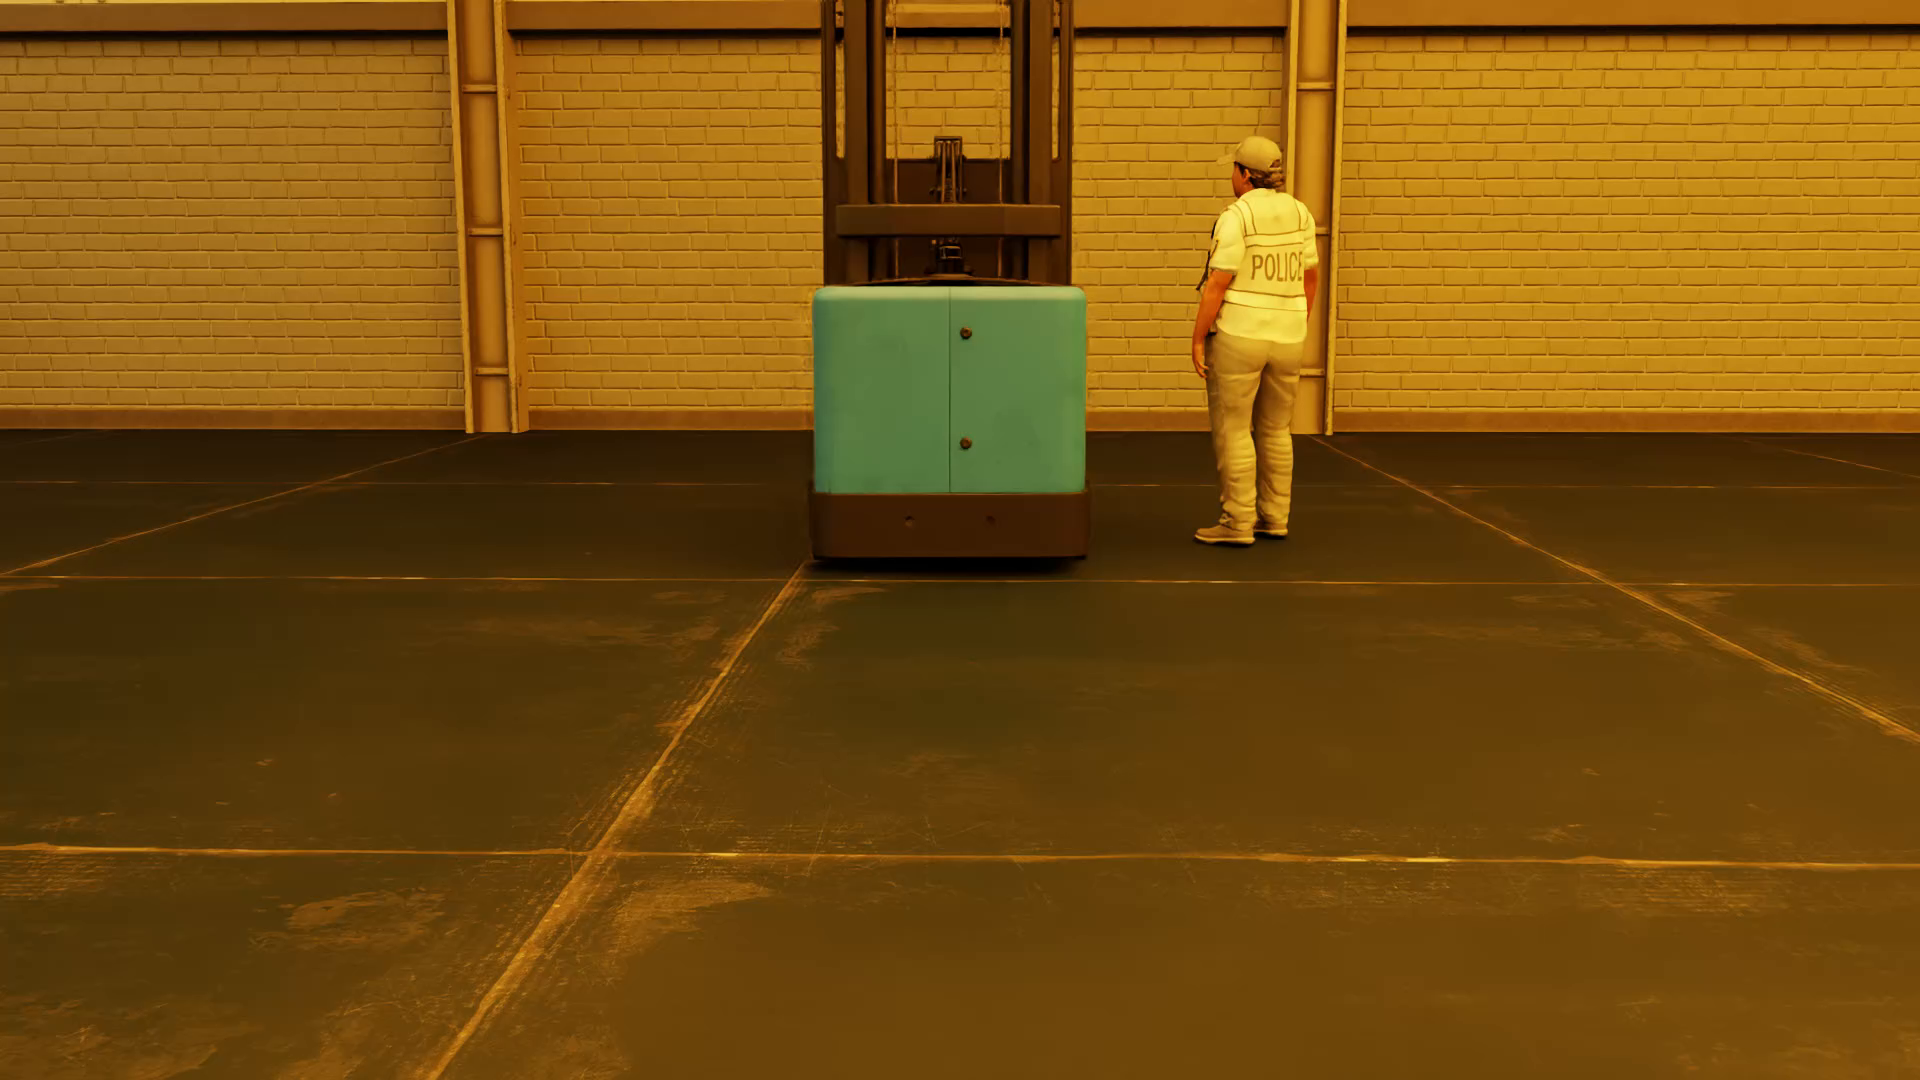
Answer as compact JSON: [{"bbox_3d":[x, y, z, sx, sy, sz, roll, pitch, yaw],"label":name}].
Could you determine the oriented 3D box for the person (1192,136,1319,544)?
[{"bbox_3d":[1.194,-0.818,6.944,0.607,1.677,0.520,-5,10,-28],"label":"person"}]

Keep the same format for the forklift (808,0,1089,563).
[{"bbox_3d":[-0.059,-1.541,7.511,1.130,2.935,3.031,0,9,-1],"label":"forklift"}]
